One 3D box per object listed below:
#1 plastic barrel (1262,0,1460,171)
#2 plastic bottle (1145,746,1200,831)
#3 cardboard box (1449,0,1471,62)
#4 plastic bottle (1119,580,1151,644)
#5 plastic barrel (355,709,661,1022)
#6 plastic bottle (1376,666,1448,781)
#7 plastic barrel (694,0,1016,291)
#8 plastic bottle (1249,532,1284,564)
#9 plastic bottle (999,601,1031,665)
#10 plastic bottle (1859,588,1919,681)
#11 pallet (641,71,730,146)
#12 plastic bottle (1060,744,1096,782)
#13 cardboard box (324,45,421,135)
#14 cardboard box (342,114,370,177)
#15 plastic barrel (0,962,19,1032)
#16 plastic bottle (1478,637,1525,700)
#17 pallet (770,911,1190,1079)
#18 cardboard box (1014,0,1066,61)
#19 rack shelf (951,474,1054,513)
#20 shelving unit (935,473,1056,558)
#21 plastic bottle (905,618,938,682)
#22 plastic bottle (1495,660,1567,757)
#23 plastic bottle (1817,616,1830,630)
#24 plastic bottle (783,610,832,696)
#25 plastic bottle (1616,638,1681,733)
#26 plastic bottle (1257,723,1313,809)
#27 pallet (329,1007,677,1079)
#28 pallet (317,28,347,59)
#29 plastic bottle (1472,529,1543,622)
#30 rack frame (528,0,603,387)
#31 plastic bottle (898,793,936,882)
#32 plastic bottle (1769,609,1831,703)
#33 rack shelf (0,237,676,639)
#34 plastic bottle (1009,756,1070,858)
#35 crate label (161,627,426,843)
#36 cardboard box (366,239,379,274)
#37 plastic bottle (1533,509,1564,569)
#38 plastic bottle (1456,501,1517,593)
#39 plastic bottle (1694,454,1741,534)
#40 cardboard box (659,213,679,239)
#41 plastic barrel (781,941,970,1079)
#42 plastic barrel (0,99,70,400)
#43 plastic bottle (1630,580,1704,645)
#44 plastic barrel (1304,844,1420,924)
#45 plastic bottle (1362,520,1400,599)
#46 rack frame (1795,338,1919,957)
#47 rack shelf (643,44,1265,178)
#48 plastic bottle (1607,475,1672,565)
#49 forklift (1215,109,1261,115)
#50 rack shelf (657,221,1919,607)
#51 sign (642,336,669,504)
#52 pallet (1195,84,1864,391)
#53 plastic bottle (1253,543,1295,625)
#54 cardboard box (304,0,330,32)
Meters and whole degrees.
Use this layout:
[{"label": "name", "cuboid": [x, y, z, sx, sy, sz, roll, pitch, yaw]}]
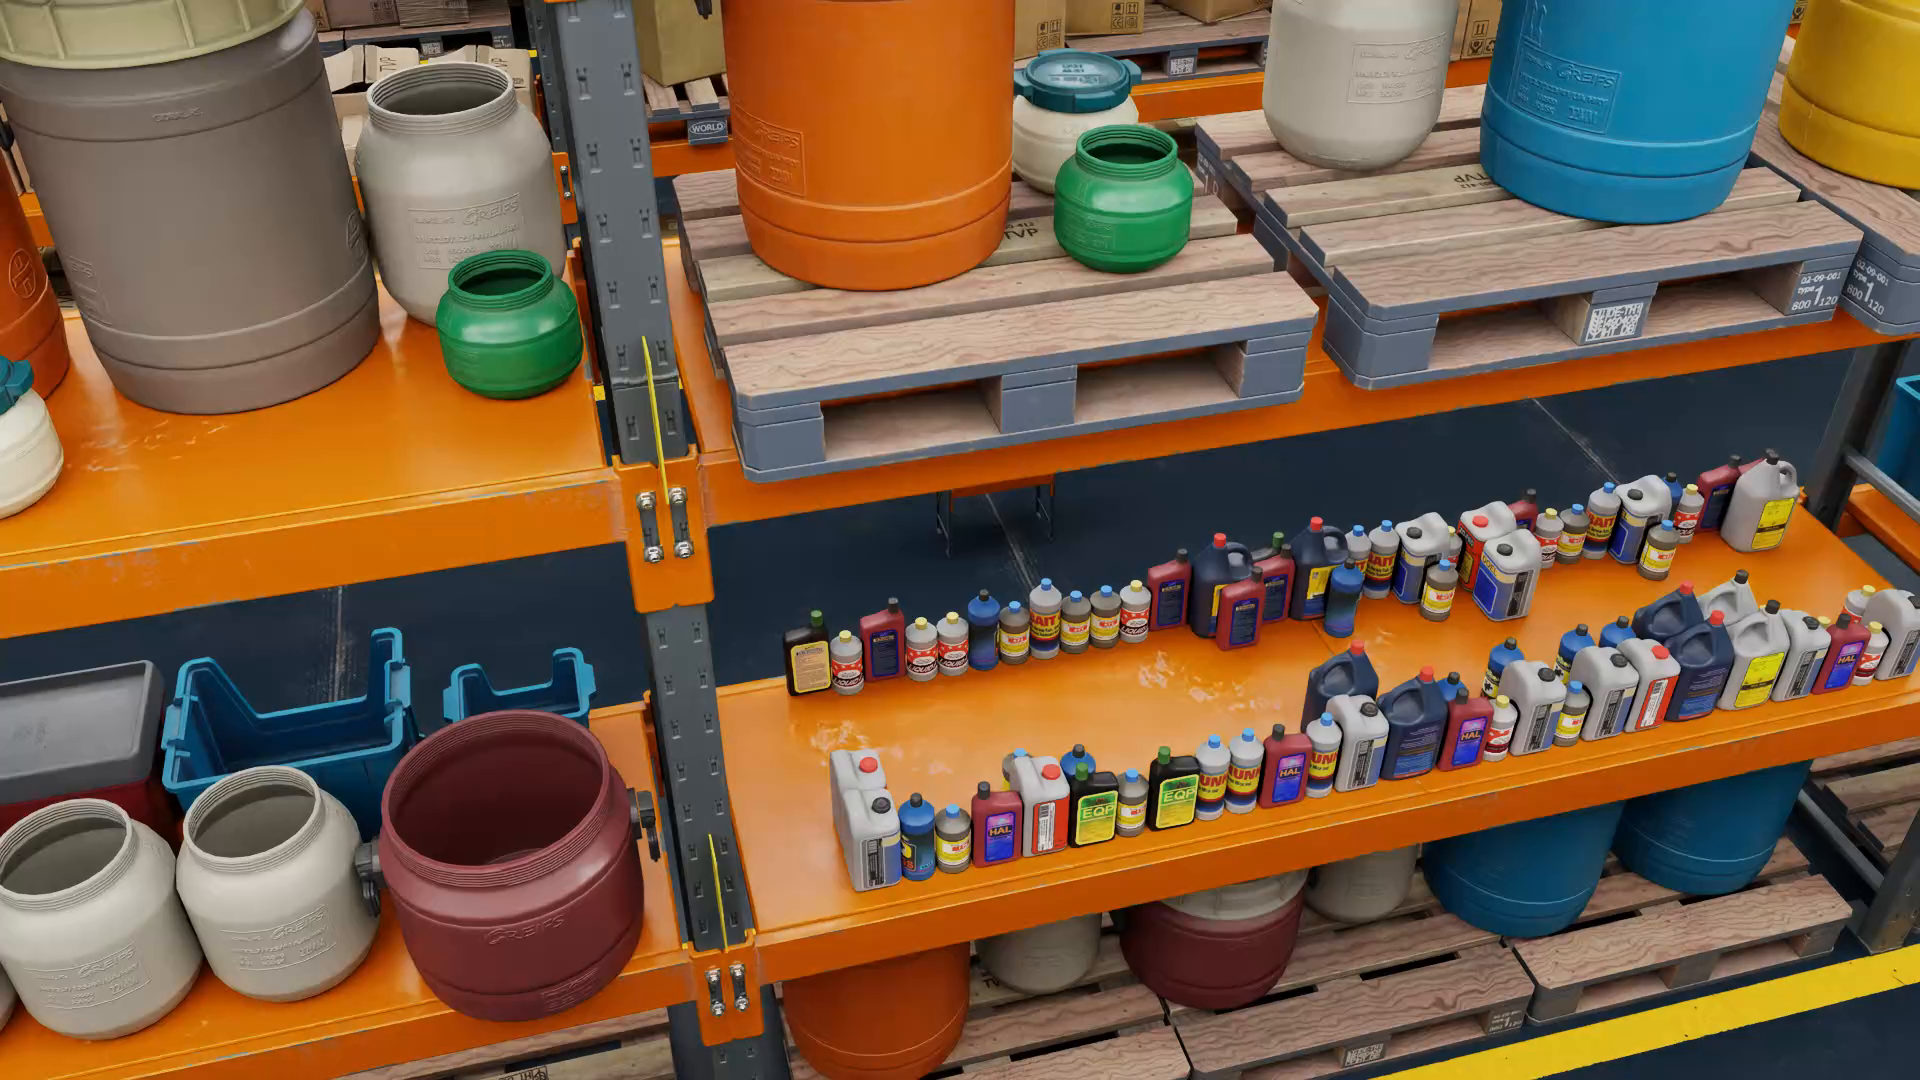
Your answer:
[{"label": "plastic barrel", "cuboid": [0.938, -1.180, 3.897, 0.433, 0.535, 0.433, 0, 37, 0]}, {"label": "plastic bottle", "cuboid": [0.578, 0.665, 4.508, 0.133, 0.283, 0.061, -9, 38, -12]}, {"label": "cardboard box", "cuboid": [2.403, -2.899, 8.988, 0.500, 0.500, 0.500, -8, 38, -11]}, {"label": "plastic bottle", "cuboid": [0.542, 0.214, 5.165, 0.097, 0.201, 0.097, 0, 37, 0]}, {"label": "plastic barrel", "cuboid": [-1.103, 0.799, 4.125, 0.708, 0.536, 0.600, -9, 38, -12]}, {"label": "plastic bottle", "cuboid": [1.262, 0.500, 4.669, 0.185, 0.351, 0.144, -9, 38, -12]}, {"label": "plastic barrel", "cuboid": [-0.186, -1.015, 3.441, 0.708, 0.830, 0.600, -9, 38, -12]}, {"label": "plastic bottle", "cuboid": [0.956, 0.102, 5.244, 0.133, 0.283, 0.061, -9, 38, -12]}, {"label": "plastic bottle", "cuboid": [0.166, 0.276, 5.084, 0.097, 0.201, 0.097, 0, 37, 0]}, {"label": "plastic bottle", "cuboid": [2.831, 0.269, 5.031, 0.135, 0.276, 0.152, -9, 38, -12]}, {"label": "pallet", "cuboid": [-1.386, -2.377, 8.546, 1.003, 0.211, 1.213, -9, 38, -12]}, {"label": "plastic bottle", "cuboid": [0.317, 0.662, 4.521, 0.097, 0.271, 0.097, 0, 37, 0]}, {"label": "cardboard box", "cuboid": [-2.936, -2.241, 8.284, 0.500, 0.311, 0.500, -10, 38, -12]}, {"label": "cardboard box", "cuboid": [-2.818, -1.900, 7.972, 0.250, 0.149, 0.380, -9, 38, -12]}, {"label": "plastic barrel", "cuboid": [-2.489, 0.974, 3.897, 0.433, 0.535, 0.433, 0, 37, 0]}, {"label": "plastic bottle", "cuboid": [1.587, 0.397, 4.869, 0.097, 0.271, 0.097, 0, 37, 0]}, {"label": "pallet", "cuboid": [0.016, 1.560, 5.537, 1.213, 0.211, 1.003, -9, 38, -12]}, {"label": "cardboard box", "cuboid": [0.150, -2.829, 8.551, 0.500, 0.500, 0.700, -19, 41, -23]}, {"label": "rack shelf", "cuboid": [0.160, -0.292, 7.581, 0.480, 0.148, 0.258, -9, 38, -12]}, {"label": "shelving unit", "cuboid": [0.160, -0.503, 7.420, 0.503, 1.200, 0.258, -9, 38, -12]}, {"label": "plastic bottle", "cuboid": [-0.116, 0.322, 5.024, 0.097, 0.201, 0.097, 0, 37, 0]}, {"label": "plastic bottle", "cuboid": [1.638, 0.465, 4.775, 0.135, 0.276, 0.152, -9, 38, -12]}, {"label": "plastic bottle", "cuboid": [2.582, 0.319, 5.028, 0.097, 0.201, 0.097, 0, 37, 0]}, {"label": "plastic bottle", "cuboid": [-0.455, 0.334, 4.941, 0.133, 0.283, 0.061, -9, 38, -12]}, {"label": "plastic bottle", "cuboid": [1.991, 0.407, 4.851, 0.135, 0.276, 0.152, -9, 38, -12]}, {"label": "plastic bottle", "cuboid": [0.895, 0.613, 4.576, 0.133, 0.283, 0.061, -9, 38, -12]}, {"label": "pallet", "cuboid": [-1.492, 1.809, 5.211, 1.213, 0.211, 1.003, -9, 38, -12]}, {"label": "pallet", "cuboid": [-5.248, -3.788, 12.528, 1.213, 0.211, 1.003, -9, 38, -12]}, {"label": "plastic bottle", "cuboid": [1.727, 0.103, 5.249, 0.135, 0.276, 0.152, -9, 38, -12]}, {"label": "rack frame", "cuboid": [-2.022, -2.304, 8.294, 0.127, 3.000, 1.000, -9, 38, -12]}, {"label": "plastic bottle", "cuboid": [-0.113, 0.771, 4.379, 0.097, 0.271, 0.097, 0, 37, 0]}, {"label": "plastic bottle", "cuboid": [2.478, 0.327, 4.956, 0.135, 0.276, 0.152, -9, 38, -12]}, {"label": "rack shelf", "cuboid": [-2.665, 0.013, 3.388, 4.000, 0.370, 1.077, -9, 38, -12]}, {"label": "plastic bottle", "cuboid": [0.214, 0.699, 4.470, 0.135, 0.276, 0.152, -9, 38, -12]}, {"label": "crate label", "cuboid": [-1.764, 0.586, 4.486, 0.616, 0.435, 0.502, -9, 38, -12]}, {"label": "cardboard box", "cuboid": [-2.964, -1.288, 8.421, 0.500, 0.311, 0.500, -10, 39, -13]}, {"label": "plastic bottle", "cuboid": [1.921, -0.012, 5.461, 0.097, 0.201, 0.097, 0, 37, 0]}, {"label": "plastic bottle", "cuboid": [1.687, 0.014, 5.365, 0.135, 0.276, 0.152, -9, 38, -12]}, {"label": "plastic bottle", "cuboid": [2.533, -0.157, 5.582, 0.133, 0.283, 0.061, -9, 38, -12]}, {"label": "cardboard box", "cuboid": [-1.508, -1.391, 8.795, 0.500, 0.500, 0.500, -8, 38, -10]}, {"label": "plastic barrel", "cuboid": [-0.267, 1.209, 5.141, 0.708, 0.830, 0.600, -9, 38, -12]}, {"label": "plastic barrel", "cuboid": [-2.215, -0.654, 3.314, 0.708, 0.830, 0.600, -9, 38, -12]}, {"label": "plastic bottle", "cuboid": [2.109, 0.270, 4.969, 0.185, 0.351, 0.144, -9, 38, -12]}, {"label": "plastic barrel", "cuboid": [1.346, 1.015, 5.657, 0.421, 0.512, 0.421, 0, 37, 0]}, {"label": "plastic bottle", "cuboid": [1.344, 0.055, 5.316, 0.097, 0.271, 0.097, 0, 37, 0]}, {"label": "rack frame", "cuboid": [3.127, -0.032, 5.323, 0.127, 3.000, 1.000, -9, 38, -12]}, {"label": "rack shelf", "cuboid": [-0.091, -2.336, 8.926, 4.000, 0.370, 1.077, -9, 38, -12]}, {"label": "plastic bottle", "cuboid": [2.228, -0.075, 5.481, 0.135, 0.276, 0.152, -9, 38, -12]}, {"label": "forklift", "cuboid": [1.159, -4.258, 10.904, 3.031, 2.935, 1.130, -10, 39, -13]}, {"label": "rack shelf", "cuboid": [1.196, -0.621, 4.216, 4.000, 0.370, 1.077, -9, 38, -12]}, {"label": "sign", "cuboid": [-0.584, -0.227, 3.195, 0.005, 0.325, 0.100, -9, 38, -12]}, {"label": "pallet", "cuboid": [1.302, -0.786, 3.995, 1.213, 0.211, 1.003, -9, 38, -12]}, {"label": "plastic bottle", "cuboid": [0.971, 0.138, 5.197, 0.133, 0.283, 0.061, -9, 38, -12]}, {"label": "cardboard box", "cuboid": [-4.999, -4.138, 12.386, 0.500, 0.500, 0.700, -10, 38, -12]}]
